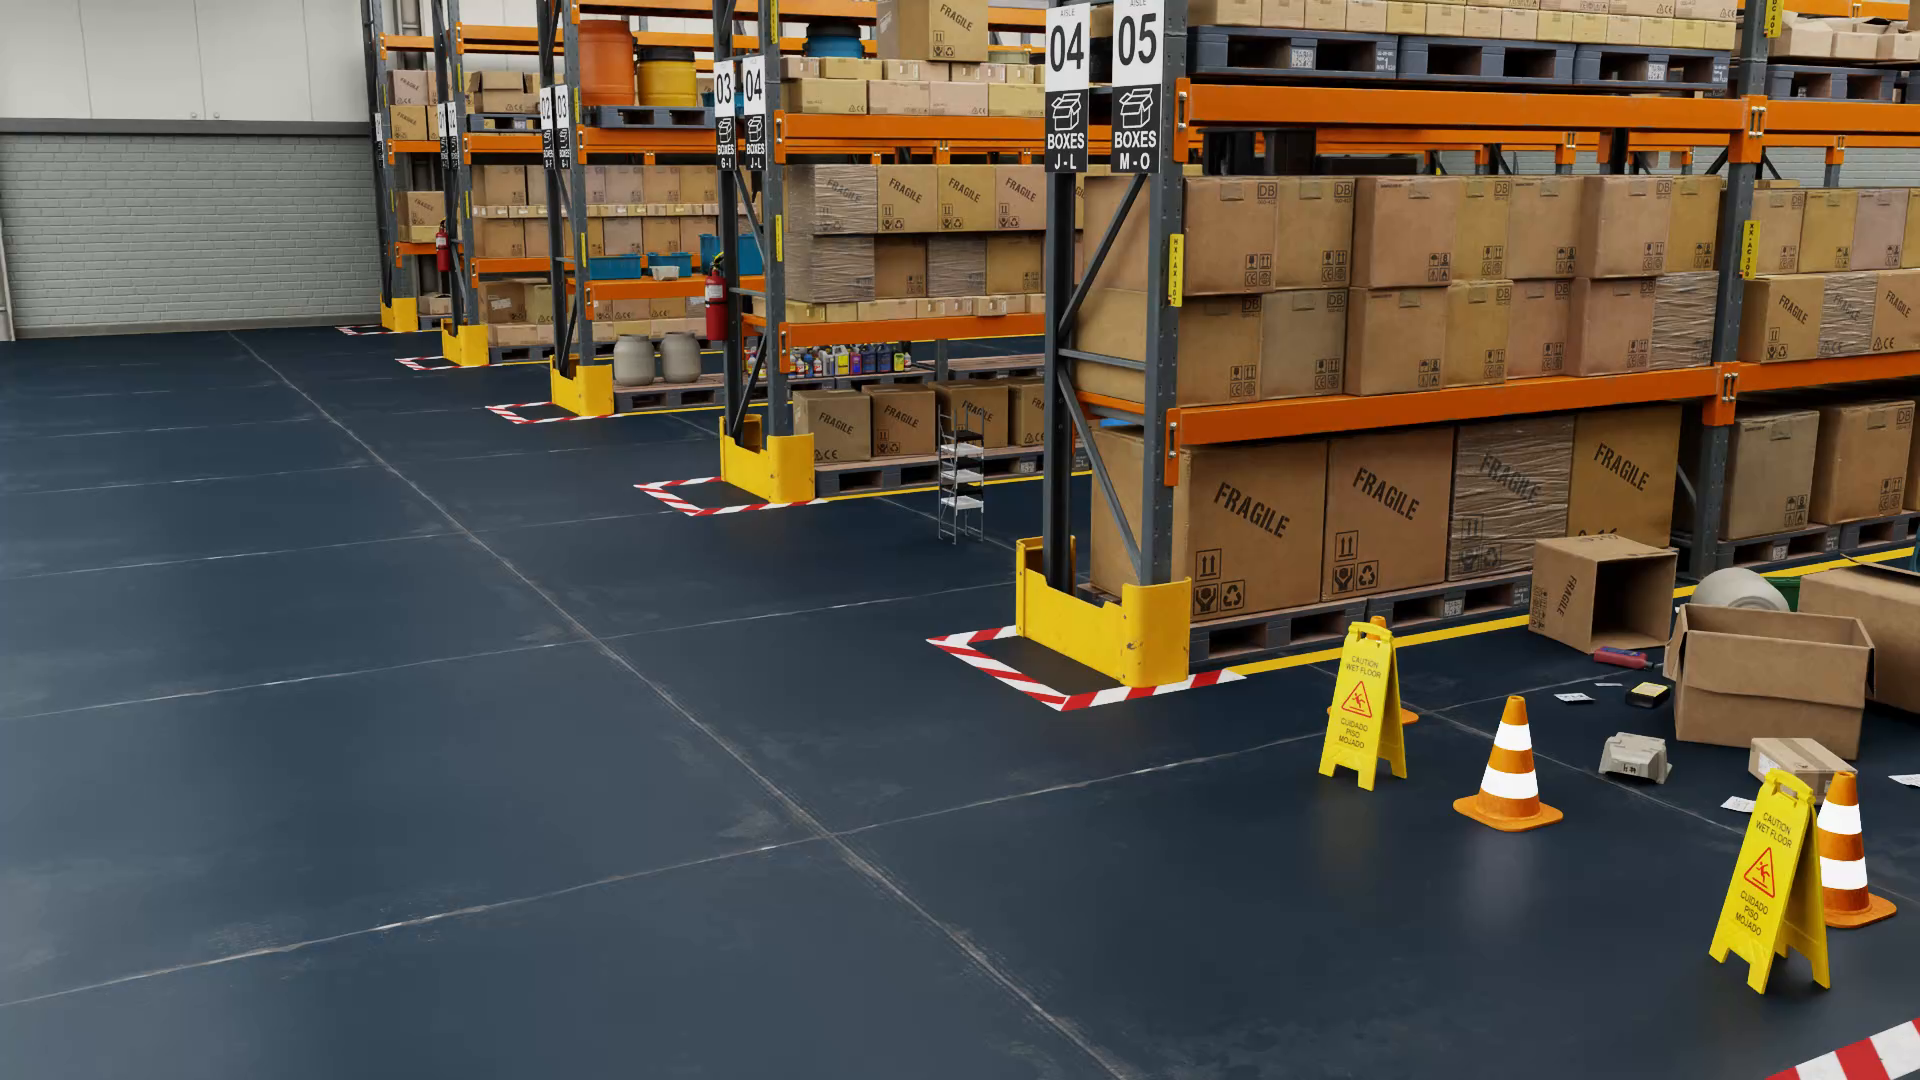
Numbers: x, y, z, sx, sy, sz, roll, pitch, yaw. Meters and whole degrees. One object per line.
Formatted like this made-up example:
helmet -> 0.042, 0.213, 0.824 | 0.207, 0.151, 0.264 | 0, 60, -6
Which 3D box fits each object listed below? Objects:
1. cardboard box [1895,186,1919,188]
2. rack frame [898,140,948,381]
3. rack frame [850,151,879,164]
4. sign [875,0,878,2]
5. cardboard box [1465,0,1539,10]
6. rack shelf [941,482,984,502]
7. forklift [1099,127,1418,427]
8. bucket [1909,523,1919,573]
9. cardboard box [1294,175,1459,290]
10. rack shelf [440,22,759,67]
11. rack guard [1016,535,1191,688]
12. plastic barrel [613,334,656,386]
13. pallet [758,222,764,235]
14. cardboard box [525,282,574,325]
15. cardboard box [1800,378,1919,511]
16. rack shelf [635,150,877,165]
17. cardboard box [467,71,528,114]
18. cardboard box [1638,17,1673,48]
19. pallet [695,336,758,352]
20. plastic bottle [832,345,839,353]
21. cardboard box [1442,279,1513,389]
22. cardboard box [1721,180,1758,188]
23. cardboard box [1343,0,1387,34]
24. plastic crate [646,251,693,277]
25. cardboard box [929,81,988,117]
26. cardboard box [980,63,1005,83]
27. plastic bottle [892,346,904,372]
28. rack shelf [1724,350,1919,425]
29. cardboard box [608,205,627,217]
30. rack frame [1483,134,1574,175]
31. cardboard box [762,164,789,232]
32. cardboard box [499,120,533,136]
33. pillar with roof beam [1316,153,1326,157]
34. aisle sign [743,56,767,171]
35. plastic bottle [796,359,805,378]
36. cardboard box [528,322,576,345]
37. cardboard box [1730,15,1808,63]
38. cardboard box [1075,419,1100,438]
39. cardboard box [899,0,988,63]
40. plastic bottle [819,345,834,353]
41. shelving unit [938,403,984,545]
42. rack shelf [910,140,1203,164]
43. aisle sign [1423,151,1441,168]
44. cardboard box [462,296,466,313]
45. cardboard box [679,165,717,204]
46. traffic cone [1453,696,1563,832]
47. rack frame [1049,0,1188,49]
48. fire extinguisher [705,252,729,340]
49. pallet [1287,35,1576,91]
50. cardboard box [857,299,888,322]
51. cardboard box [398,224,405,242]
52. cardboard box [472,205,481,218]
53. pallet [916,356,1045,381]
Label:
cardboard box -> 6.458, -2.107, 11.133 | 0.500, 0.500, 0.700 | -7, 14, -29
rack frame -> -0.422, -3.224, 18.601 | 0.127, 3.000, 1.000 | -7, 14, -28
rack frame -> -1.658, -5.554, 28.954 | 0.127, 3.000, 1.000 | -7, 14, -28
sign -> -1.390, -8.871, 27.724 | 0.005, 0.325, 0.100 | -7, 14, -28
cardboard box -> 2.603, -2.832, 8.507 | 0.500, 0.250, 0.500 | -7, 14, -28
rack shelf -> 0.007, -0.320, 11.041 | 0.200, 0.077, 0.258 | -7, 14, -28
forklift -> 2.542, -1.710, 12.030 | 3.031, 2.935, 1.130 | -6, 14, -26
bucket -> 5.224, 0.012, 8.220 | 0.620, 0.611, 0.726 | 8, 11, -11
cardboard box -> 2.067, -1.622, 8.682 | 0.550, 0.550, 0.875 | -7, 14, -28
rack shelf -> -4.548, -6.349, 21.374 | 4.000, 0.370, 1.077 | -7, 14, -28
rack guard -> 0.707, 0.340, 8.458 | 0.348, 0.500, 1.175 | -7, 14, -28
plastic barrel -> -3.392, -1.878, 17.331 | 0.421, 0.512, 0.421 | 0, 13, 0
pallet -> -3.376, -5.244, 28.015 | 1.213, 0.211, 1.003 | -7, 14, -28
cardboard box -> -5.288, -3.053, 21.443 | 0.500, 0.500, 0.500 | -7, 14, -28
cardboard box -> 6.406, -0.691, 11.517 | 0.750, 0.750, 1.050 | -7, 14, -27
rack shelf -> -3.414, -6.456, 27.769 | 4.000, 0.370, 1.077 | -7, 14, -28
cardboard box -> -5.797, -5.604, 20.837 | 0.637, 0.503, 0.797 | -6, 14, -24
cardboard box -> 3.625, -2.743, 9.022 | 0.250, 0.149, 0.380 | -7, 14, -27
pallet -> -3.511, -2.743, 22.815 | 1.213, 0.211, 1.003 | -7, 14, -28
plastic bottle -> -1.399, -2.064, 18.659 | 0.097, 0.271, 0.097 | 0, 13, 0
cardboard box -> 2.501, -1.163, 9.104 | 0.500, 0.550, 0.875 | -7, 14, -28
cardboard box -> 7.808, -3.510, 17.362 | 0.637, 0.503, 0.797 | -7, 14, -27
cardboard box -> 1.848, -2.530, 8.077 | 0.250, 0.149, 0.380 | -7, 14, -27
plastic crate -> -3.065, -2.908, 17.536 | 0.408, 0.251, 0.499 | -7, 14, -28
cardboard box -> -0.127, -3.346, 12.655 | 0.500, 0.250, 0.500 | -7, 14, -28
cardboard box -> 0.147, -3.583, 12.799 | 0.250, 0.149, 0.380 | -7, 14, -28
plastic bottle -> -0.687, -1.999, 18.343 | 0.133, 0.283, 0.061 | -6, 14, -25
rack shelf -> 5.994, -1.162, 11.079 | 4.000, 0.370, 1.077 | -7, 14, -28
cardboard box -> -4.506, -4.284, 21.609 | 0.250, 0.149, 0.380 | -7, 14, -27
rack frame -> 5.462, -2.690, 16.229 | 0.127, 3.000, 1.000 | -7, 14, -28
cardboard box -> -1.196, -2.635, 12.805 | 0.500, 0.500, 0.500 | -7, 14, -28
cardboard box -> -6.865, -6.386, 25.550 | 0.500, 0.500, 0.500 | -6, 14, -24
pillar with roof beam -> 9.382, -8.943, 30.352 | 0.400, 9.000, 9.100 | -7, 14, -28
aisle sign -> -1.471, -3.052, 11.918 | 0.004, 0.787, 0.394 | -7, 14, -28
plastic bottle -> -1.717, -1.840, 17.824 | 0.097, 0.201, 0.097 | 0, 13, 0
cardboard box -> -5.289, -2.688, 21.527 | 0.500, 0.250, 0.500 | -7, 14, -28
cardboard box -> 4.782, -3.052, 10.162 | 0.500, 0.250, 0.500 | -7, 14, -27
cardboard box -> 1.081, -1.158, 14.161 | 0.500, 0.500, 0.500 | -2, 13, -10
cardboard box -> -0.128, -3.854, 12.525 | 0.500, 0.500, 0.500 | -7, 14, -28
plastic bottle -> -1.495, -2.121, 18.733 | 0.185, 0.351, 0.144 | -8, 15, -30
shelving unit -> 0.007, -0.440, 11.014 | 0.210, 0.900, 0.258 | -7, 14, -28
rack shelf -> 1.333, -4.546, 19.285 | 4.000, 0.370, 1.077 | -7, 14, -28
aisle sign -> 7.947, -6.657, 27.938 | 0.004, 0.787, 0.394 | -7, 14, -28
cardboard box -> -7.529, -3.730, 25.974 | 0.500, 0.311, 0.500 | -6, 14, -23
cardboard box -> -3.622, -4.759, 22.241 | 0.500, 0.500, 0.700 | -7, 14, -28
traffic cone -> 2.117, 0.827, 6.379 | 0.334, 0.463, 0.336 | -7, 14, -28
rack frame -> 0.728, -3.809, 7.537 | 0.127, 3.000, 1.000 | -7, 14, -28
fire extinguisher -> -1.881, -1.887, 12.839 | 0.183, 0.674, 0.296 | -7, 14, -28
pallet -> 2.446, -2.511, 8.806 | 1.213, 0.211, 1.003 | -7, 14, -28
cardboard box -> -0.740, -1.756, 12.651 | 0.250, 0.149, 0.380 | -7, 14, -28
cardboard box -> -8.363, -4.735, 25.613 | 0.500, 0.250, 0.500 | -7, 14, -27
cardboard box -> -6.059, -4.200, 21.234 | 0.250, 0.149, 0.380 | -7, 15, -29
pallet -> 0.248, -1.953, 19.307 | 1.213, 0.211, 1.003 | -7, 14, -28
